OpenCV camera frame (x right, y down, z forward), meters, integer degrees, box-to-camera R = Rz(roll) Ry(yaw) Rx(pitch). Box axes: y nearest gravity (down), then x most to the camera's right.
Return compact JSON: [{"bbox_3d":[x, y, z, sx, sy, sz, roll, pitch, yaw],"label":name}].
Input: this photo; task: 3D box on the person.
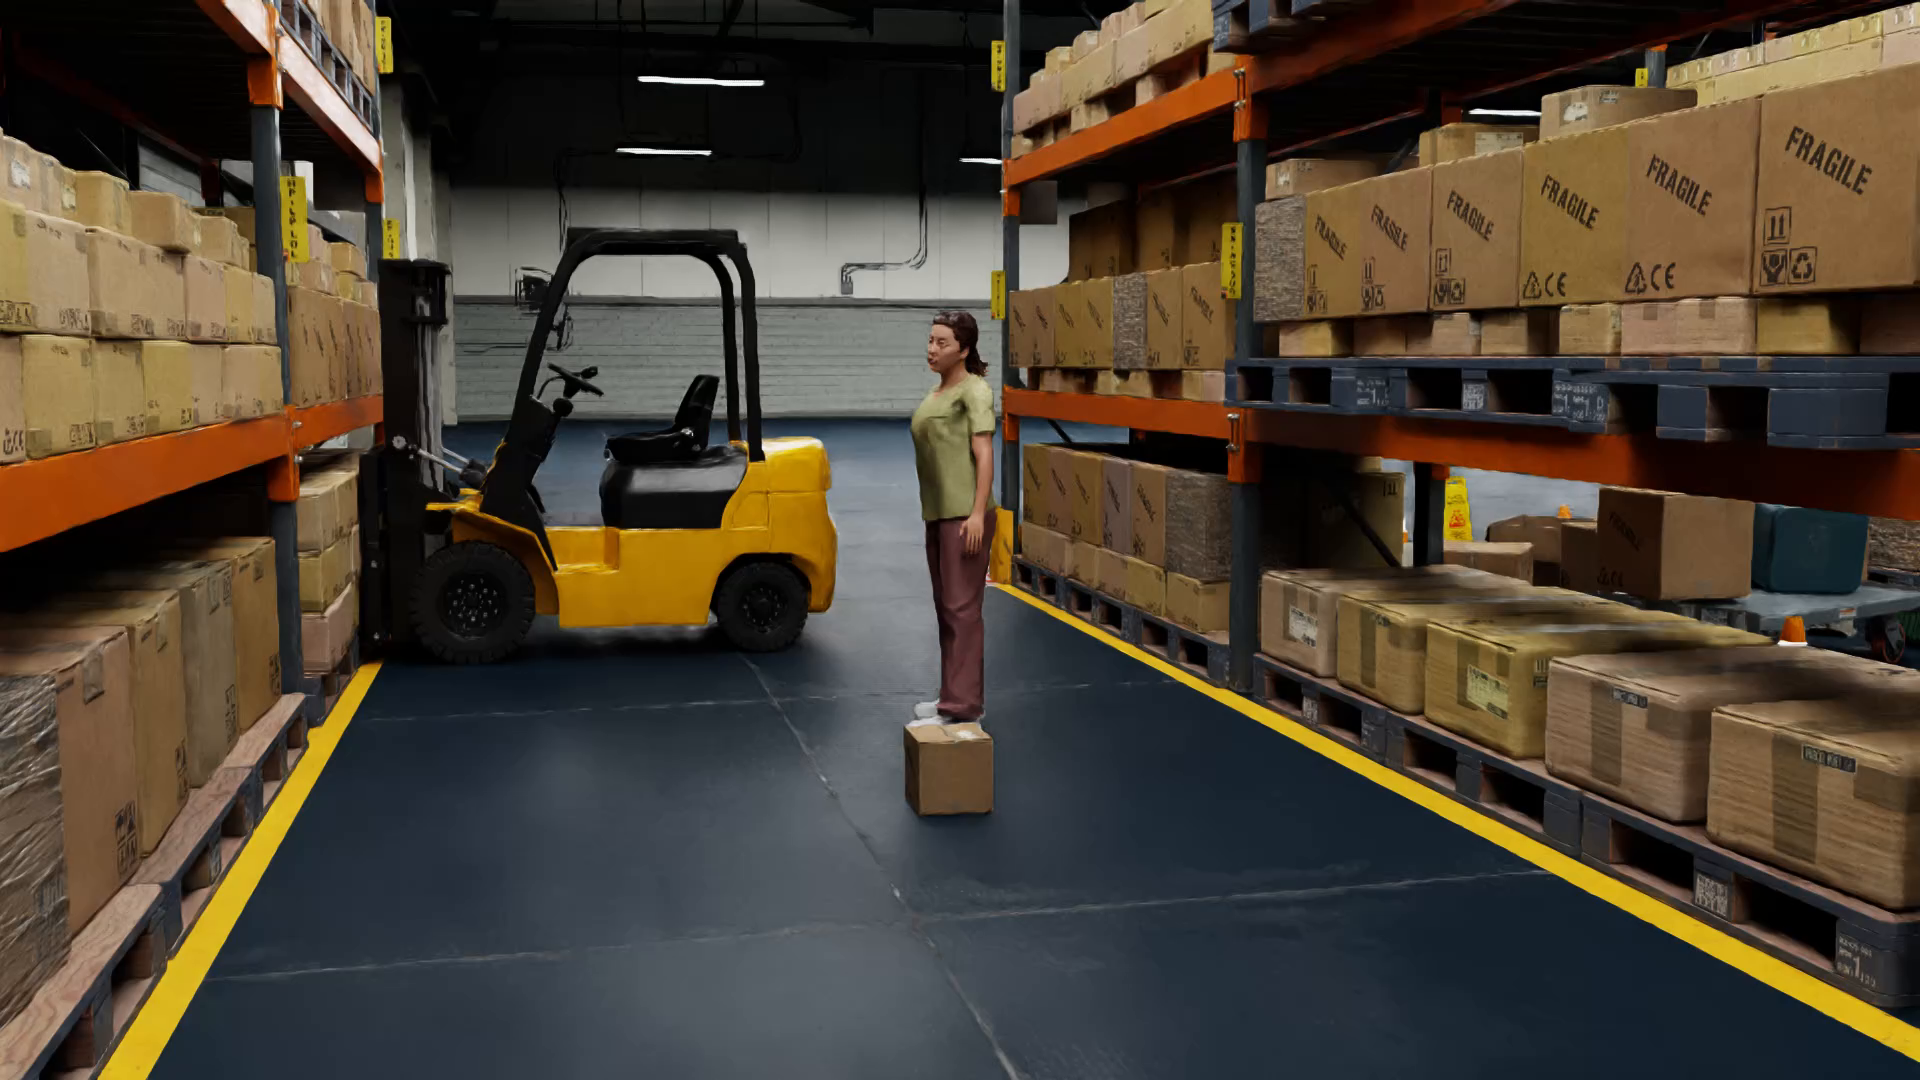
[{"bbox_3d":[-0.045,0.054,6.614,0.441,1.428,0.584,-3,7,-27],"label":"person"}]
